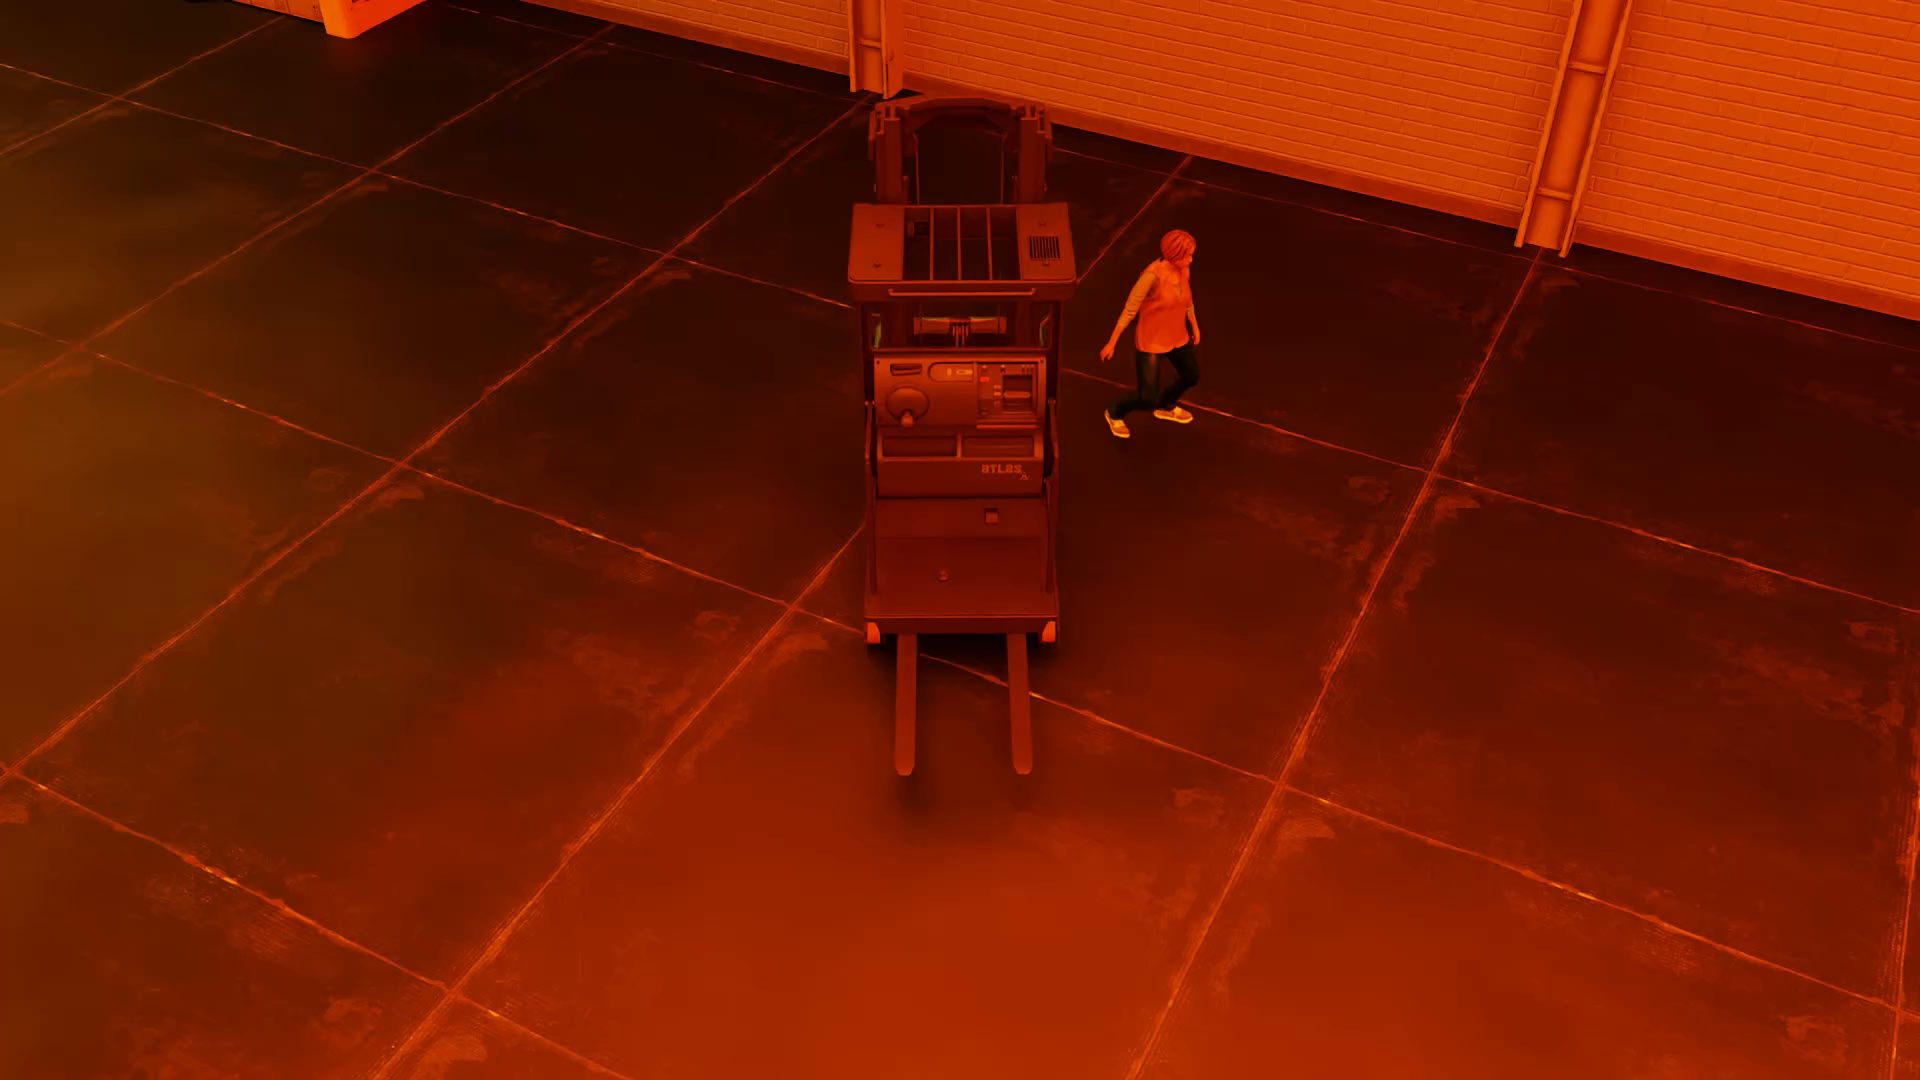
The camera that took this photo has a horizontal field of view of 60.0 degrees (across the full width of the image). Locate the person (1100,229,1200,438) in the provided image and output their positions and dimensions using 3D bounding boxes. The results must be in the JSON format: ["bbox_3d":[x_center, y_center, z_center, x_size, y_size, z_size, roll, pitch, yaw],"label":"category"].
[{"bbox_3d":[1.224,-1.298,10.631,0.744,1.523,0.444,-25,46,-26],"label":"person"}]

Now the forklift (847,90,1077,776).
[{"bbox_3d":[0.006,-0.728,8.851,1.130,2.935,3.031,0,40,0],"label":"forklift"}]
